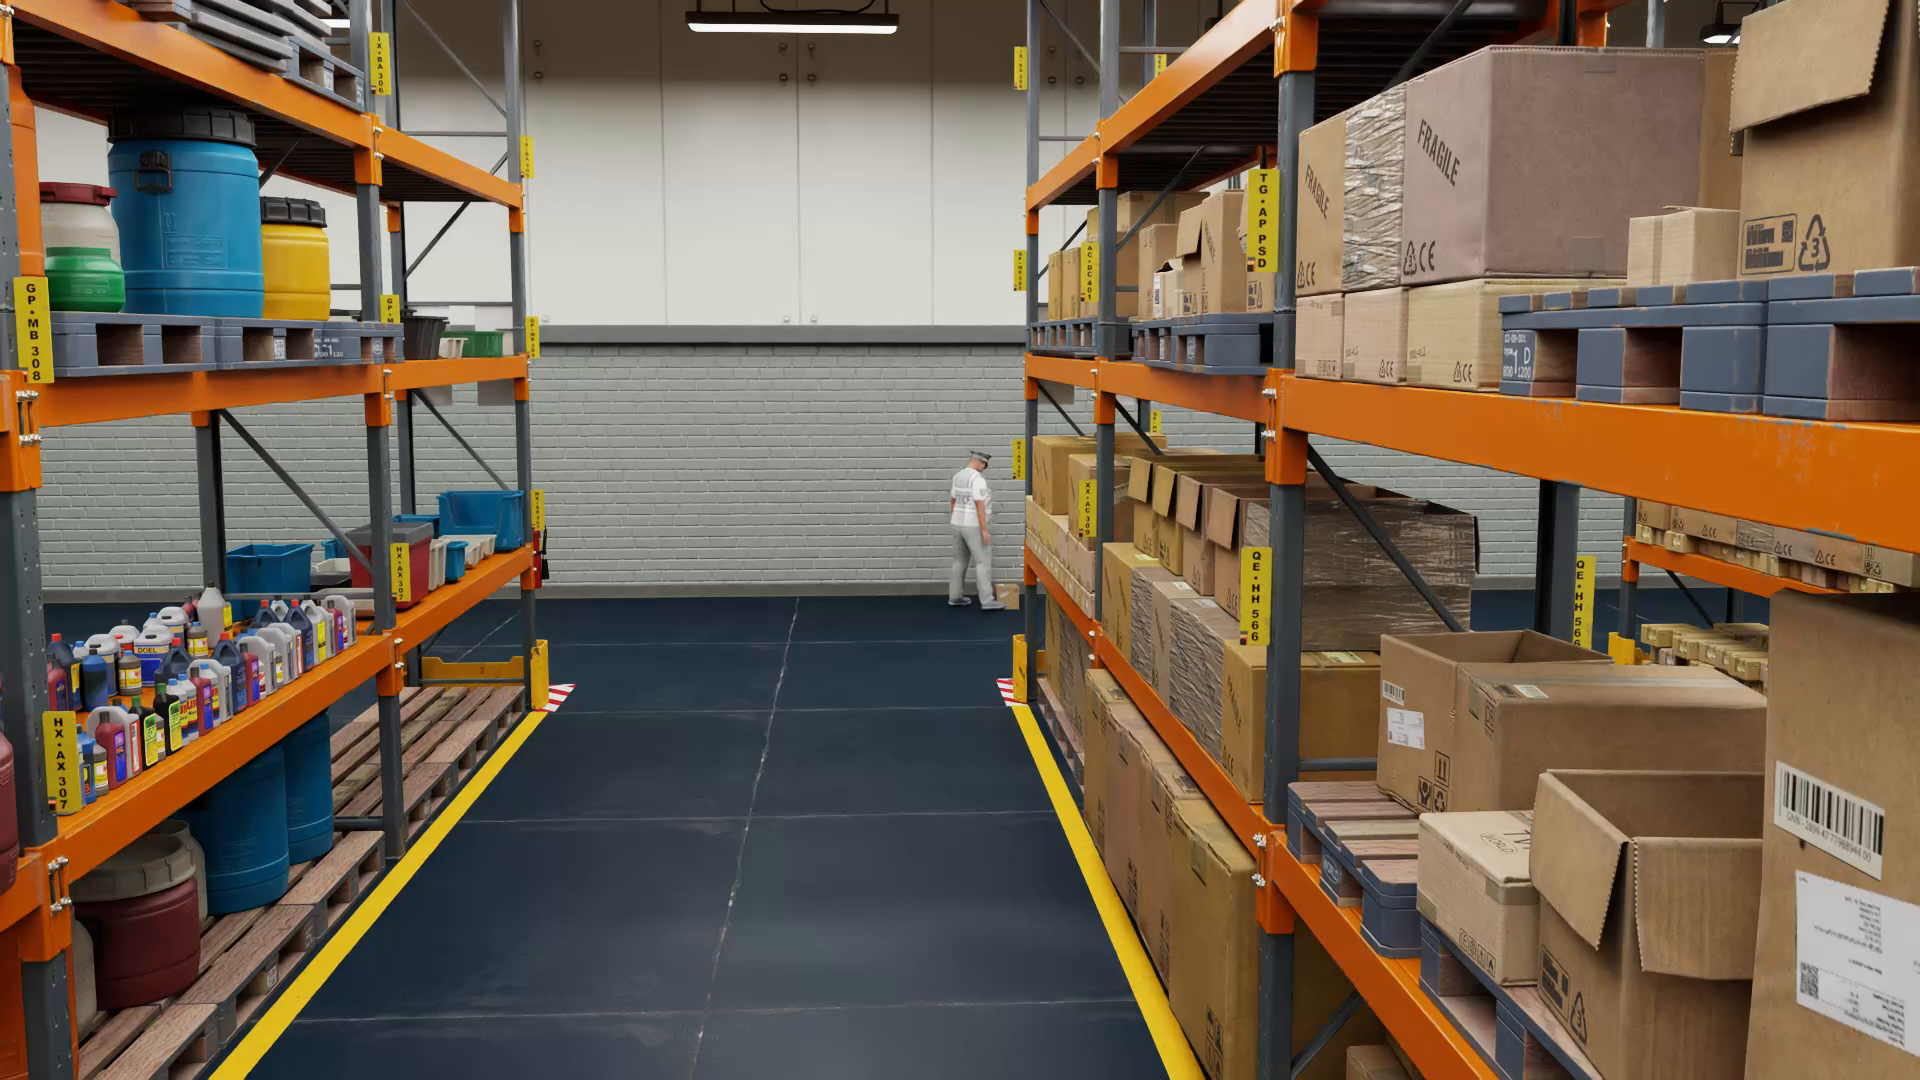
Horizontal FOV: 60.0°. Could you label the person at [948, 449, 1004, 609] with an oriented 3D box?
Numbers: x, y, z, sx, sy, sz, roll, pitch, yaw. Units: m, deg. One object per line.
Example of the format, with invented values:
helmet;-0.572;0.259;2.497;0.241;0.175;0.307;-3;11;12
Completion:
person;0.156;-0.119;18.166;0.492;1.740;0.657;-5;8;-35
